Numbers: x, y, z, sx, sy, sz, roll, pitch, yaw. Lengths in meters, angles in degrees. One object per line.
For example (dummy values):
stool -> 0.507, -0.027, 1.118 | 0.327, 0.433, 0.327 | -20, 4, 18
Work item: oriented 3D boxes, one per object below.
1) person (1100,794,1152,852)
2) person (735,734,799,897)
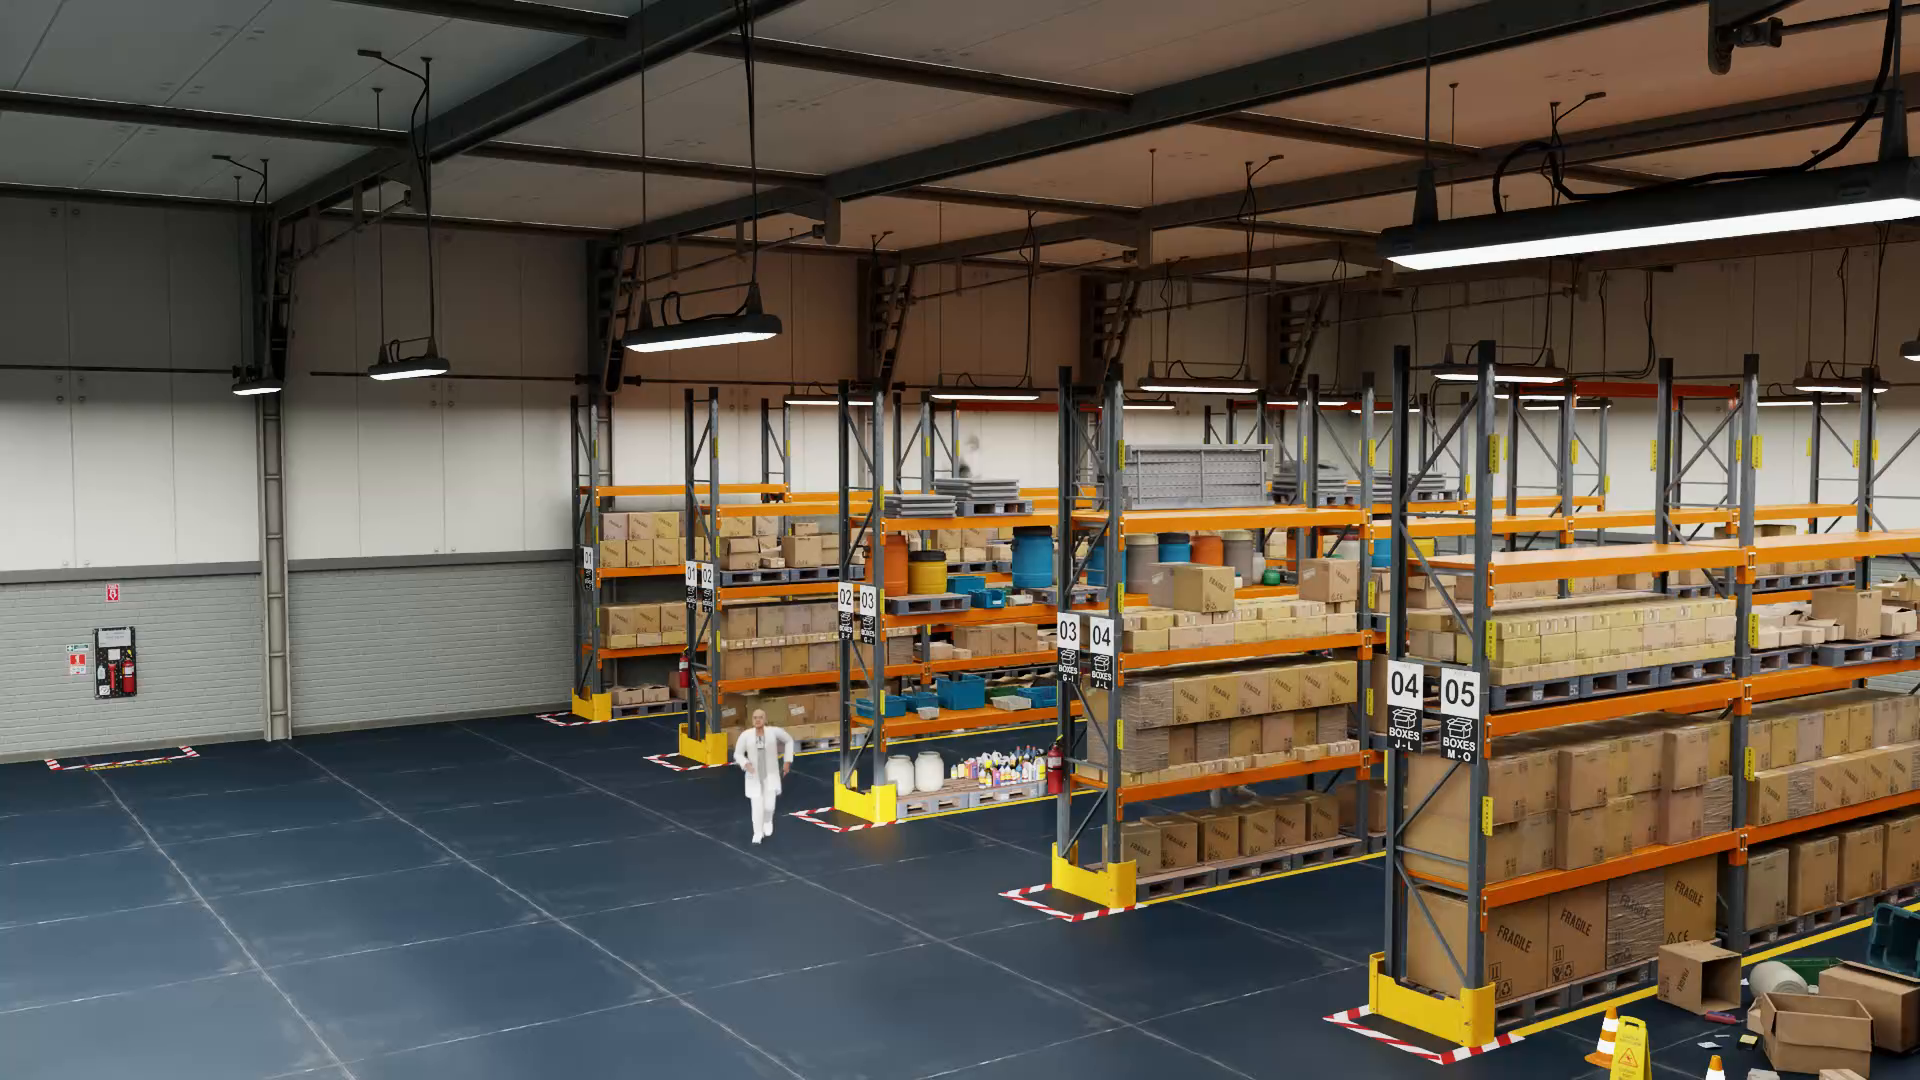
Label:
person -> 2.073, 3.041, 21.020 | 0.796, 1.747, 0.700 | -3, 4, -37
person -> -2.223, 3.147, 19.171 | 0.719, 1.826, 0.866 | 0, 3, -3
